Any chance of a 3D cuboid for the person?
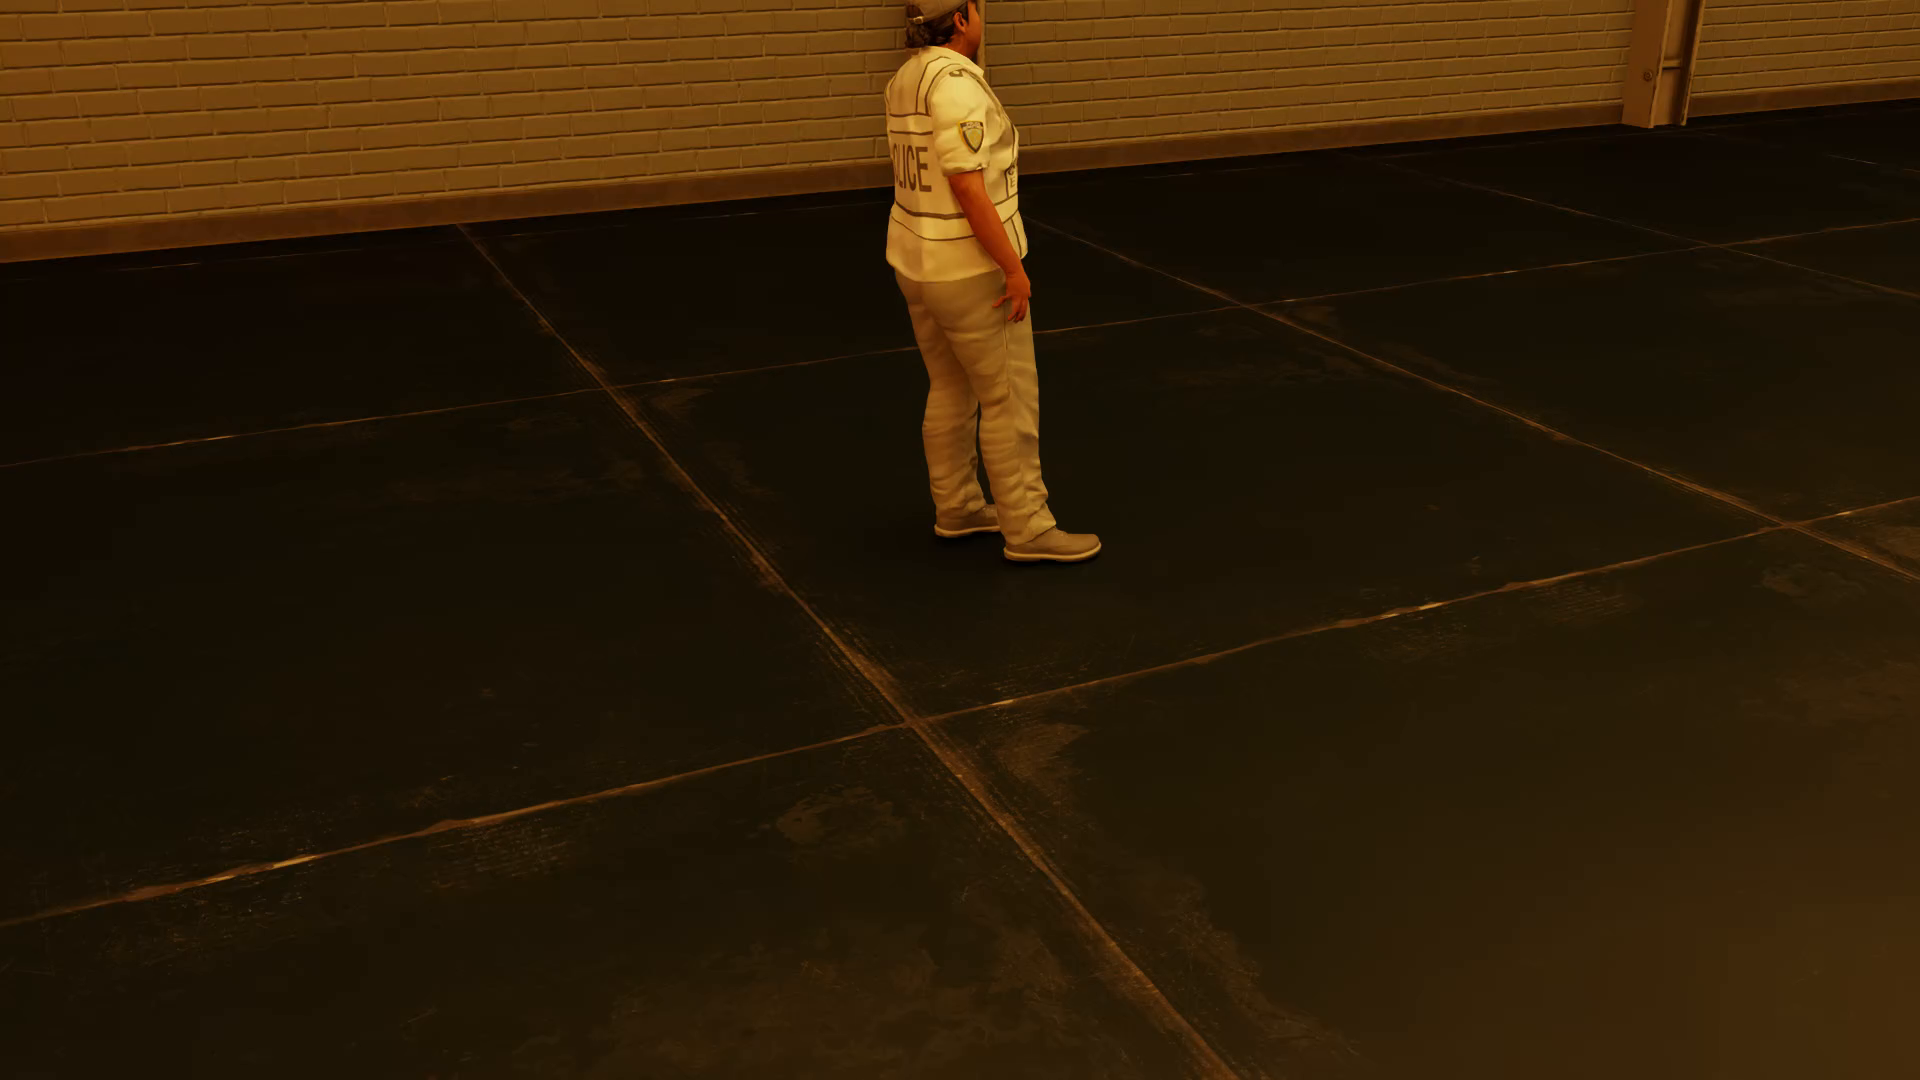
[{"bbox_3d":[0.079,-0.780,4.795,0.529,1.670,0.598,-10,25,-23],"label":"person"}]
